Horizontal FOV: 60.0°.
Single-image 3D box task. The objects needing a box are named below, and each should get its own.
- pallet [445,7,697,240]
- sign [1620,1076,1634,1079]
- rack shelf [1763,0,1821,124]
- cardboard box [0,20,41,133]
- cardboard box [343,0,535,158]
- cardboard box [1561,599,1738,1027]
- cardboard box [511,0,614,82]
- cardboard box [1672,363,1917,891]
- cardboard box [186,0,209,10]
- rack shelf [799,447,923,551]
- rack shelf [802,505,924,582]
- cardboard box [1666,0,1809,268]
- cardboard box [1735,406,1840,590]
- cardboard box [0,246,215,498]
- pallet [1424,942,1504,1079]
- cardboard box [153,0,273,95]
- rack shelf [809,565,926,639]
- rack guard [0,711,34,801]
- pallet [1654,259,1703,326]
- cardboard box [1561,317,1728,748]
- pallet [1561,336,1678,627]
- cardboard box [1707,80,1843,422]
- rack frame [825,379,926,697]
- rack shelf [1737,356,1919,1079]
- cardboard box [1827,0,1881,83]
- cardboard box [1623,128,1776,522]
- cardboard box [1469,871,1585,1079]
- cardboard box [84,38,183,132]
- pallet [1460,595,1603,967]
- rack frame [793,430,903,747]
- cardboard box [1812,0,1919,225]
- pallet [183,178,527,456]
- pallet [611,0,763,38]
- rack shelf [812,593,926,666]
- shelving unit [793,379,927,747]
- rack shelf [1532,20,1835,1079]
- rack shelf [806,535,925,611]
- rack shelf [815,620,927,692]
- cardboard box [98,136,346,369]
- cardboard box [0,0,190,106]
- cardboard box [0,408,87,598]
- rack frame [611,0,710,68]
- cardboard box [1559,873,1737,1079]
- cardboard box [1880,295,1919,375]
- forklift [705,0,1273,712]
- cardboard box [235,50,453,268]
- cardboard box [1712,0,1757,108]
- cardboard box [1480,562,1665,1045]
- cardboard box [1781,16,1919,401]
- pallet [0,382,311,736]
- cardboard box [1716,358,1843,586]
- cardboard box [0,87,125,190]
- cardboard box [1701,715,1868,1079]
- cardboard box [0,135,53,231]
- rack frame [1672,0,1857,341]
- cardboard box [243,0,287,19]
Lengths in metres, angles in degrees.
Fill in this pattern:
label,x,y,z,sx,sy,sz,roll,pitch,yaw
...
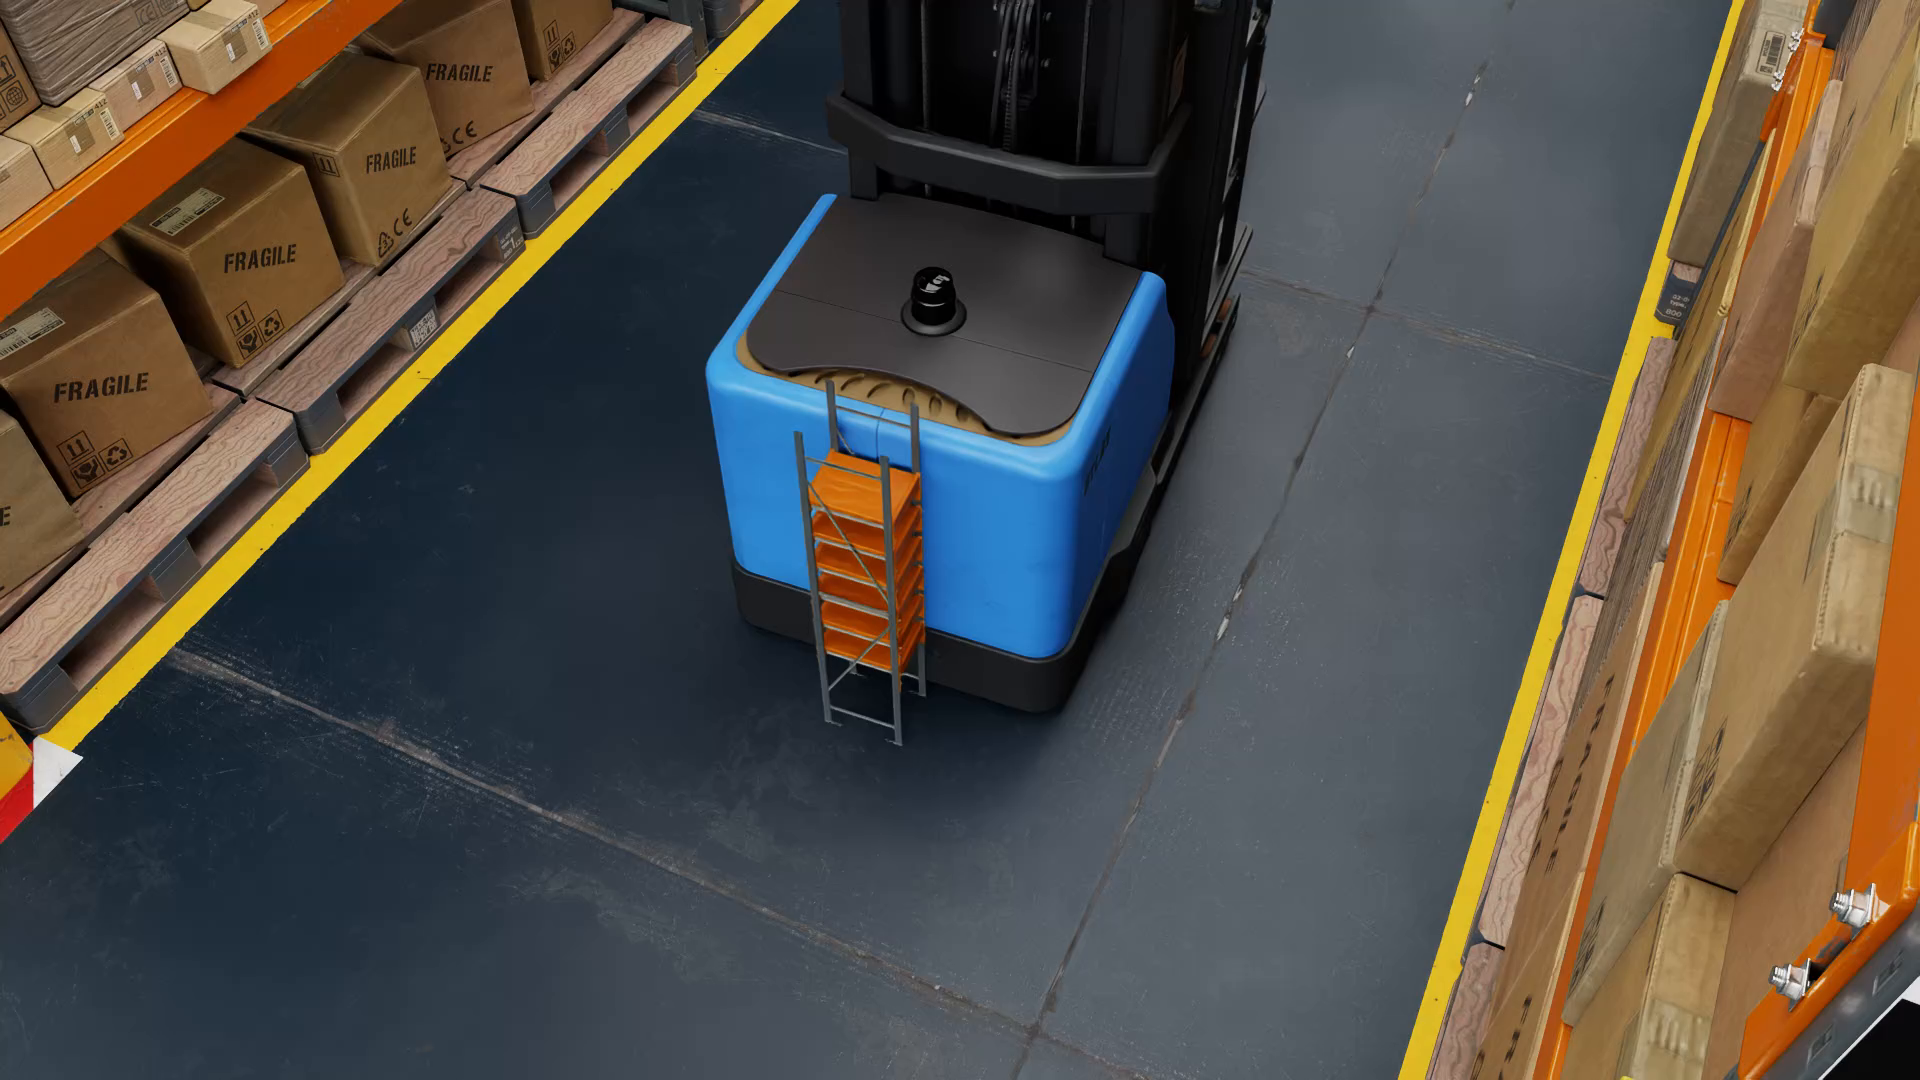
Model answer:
label,x,y,z,sx,sy,sz,roll,pitch,yaw
pallet,-1.785,-1.755,6.605,1.003,0.211,1.213,20,52,16
sign,0.718,0.667,1.797,0.100,0.325,0.005,20,52,16
rack shelf,3.766,-2.594,5.960,1.077,0.370,4.000,20,52,16
cardboard box,-2.874,-1.260,4.092,0.875,0.500,0.500,20,52,16
cardboard box,-1.975,-1.800,6.177,0.500,0.500,0.500,36,58,27
cardboard box,1.535,0.600,2.671,0.875,0.550,0.550,20,52,16
cardboard box,-1.737,-2.197,6.515,0.500,0.500,0.500,18,52,15
cardboard box,1.548,0.255,2.256,0.875,0.550,0.550,20,52,16
cardboard box,-2.397,-1.931,4.663,0.875,0.500,0.500,20,52,16
rack shelf,-0.244,-0.103,4.135,0.258,0.103,0.180,16,52,13
rack shelf,-0.244,-0.025,4.227,0.258,0.103,0.180,16,52,13
cardboard box,3.095,-1.313,5.599,1.050,0.750,0.750,20,52,16
cardboard box,1.888,0.255,2.965,0.875,0.550,0.550,20,52,16
cardboard box,-2.732,-0.552,5.116,0.500,0.500,0.500,33,57,25
pallet,1.473,1.633,3.722,1.003,0.211,1.213,20,52,16
cardboard box,-2.173,-1.417,4.651,0.380,0.149,0.250,20,52,16
rack shelf,-0.244,0.130,4.410,0.258,0.103,0.180,16,52,13
rack guard,-3.206,0.379,4.599,1.175,0.500,0.348,20,52,16
pallet,3.173,-1.102,6.049,1.003,0.211,1.213,20,52,16
cardboard box,2.198,0.135,4.285,0.875,0.875,0.875,20,53,16
pallet,2.516,-0.048,5.152,1.003,0.211,1.213,20,52,16
cardboard box,2.213,-0.521,3.625,0.875,0.550,0.550,20,52,16
rack frame,-0.211,0.036,4.431,0.240,1.200,0.006,16,52,13
rack shelf,2.057,-0.811,2.474,1.077,0.370,4.000,20,52,16
cardboard box,2.765,-1.240,4.237,0.875,0.550,0.550,20,52,16
cardboard box,2.579,-0.487,4.814,0.875,0.875,0.875,21,53,17
cardboard box,1.433,1.369,3.235,0.875,0.875,0.875,20,53,16
cardboard box,-2.373,-1.279,4.533,0.380,0.149,0.250,20,52,16
pallet,1.996,0.795,4.435,1.003,0.211,1.213,20,52,16
rack frame,-0.277,0.167,4.320,0.240,1.200,0.006,16,52,13
cardboard box,2.238,-0.862,3.206,0.875,0.550,0.550,20,52,16
pallet,-2.305,-0.912,5.888,1.003,0.211,1.213,20,52,16
pallet,-1.199,-2.766,7.465,1.003,0.211,1.213,20,52,16
rack shelf,-0.244,0.208,4.501,0.258,0.103,0.180,16,52,13
shelving unit,-0.244,0.102,4.376,0.258,1.200,0.189,16,52,13
rack shelf,2.057,0.161,3.616,1.077,0.370,4.000,20,52,16
rack shelf,-0.244,0.053,4.318,0.258,0.103,0.180,16,52,13
rack shelf,-0.244,0.286,4.592,0.258,0.103,0.180,16,52,13
cardboard box,-2.448,-0.977,5.477,0.500,0.500,0.500,24,54,19
cardboard box,-2.621,-1.591,4.373,0.875,0.500,0.500,20,52,16
cardboard box,-2.957,-0.129,4.756,0.500,0.500,0.500,29,55,22
rack frame,-1.530,-3.133,5.946,1.000,3.000,0.127,20,52,16
cardboard box,1.320,0.986,2.343,0.875,0.550,0.550,20,52,16
cardboard box,1.910,-0.087,2.547,0.875,0.550,0.550,20,52,16
forklift,0.332,-1.608,4.694,1.130,2.935,3.031,16,52,13
cardboard box,-2.169,-1.347,5.792,0.500,0.500,0.500,16,51,13
cardboard box,3.511,-1.976,6.164,1.050,0.750,0.750,20,52,16
cardboard box,1.807,0.762,3.751,0.875,0.875,0.875,19,52,16
cardboard box,2.019,-0.494,2.893,0.875,0.550,0.500,20,52,16
pallet,-2.827,-0.075,5.175,1.003,0.211,1.213,20,52,16
cardboard box,2.077,-0.123,3.287,0.875,0.550,0.500,20,52,16
cardboard box,-2.456,-1.098,4.379,0.380,0.149,0.250,20,52,16
cardboard box,1.396,0.663,1.908,0.875,0.550,0.550,20,52,16
cardboard box,-2.569,-0.928,4.235,0.380,0.149,0.250,20,52,16
rack frame,2.911,-1.450,4.514,1.000,3.000,0.127,20,52,16
cardboard box,-2.186,-1.632,4.834,0.380,0.149,0.250,20,52,16
